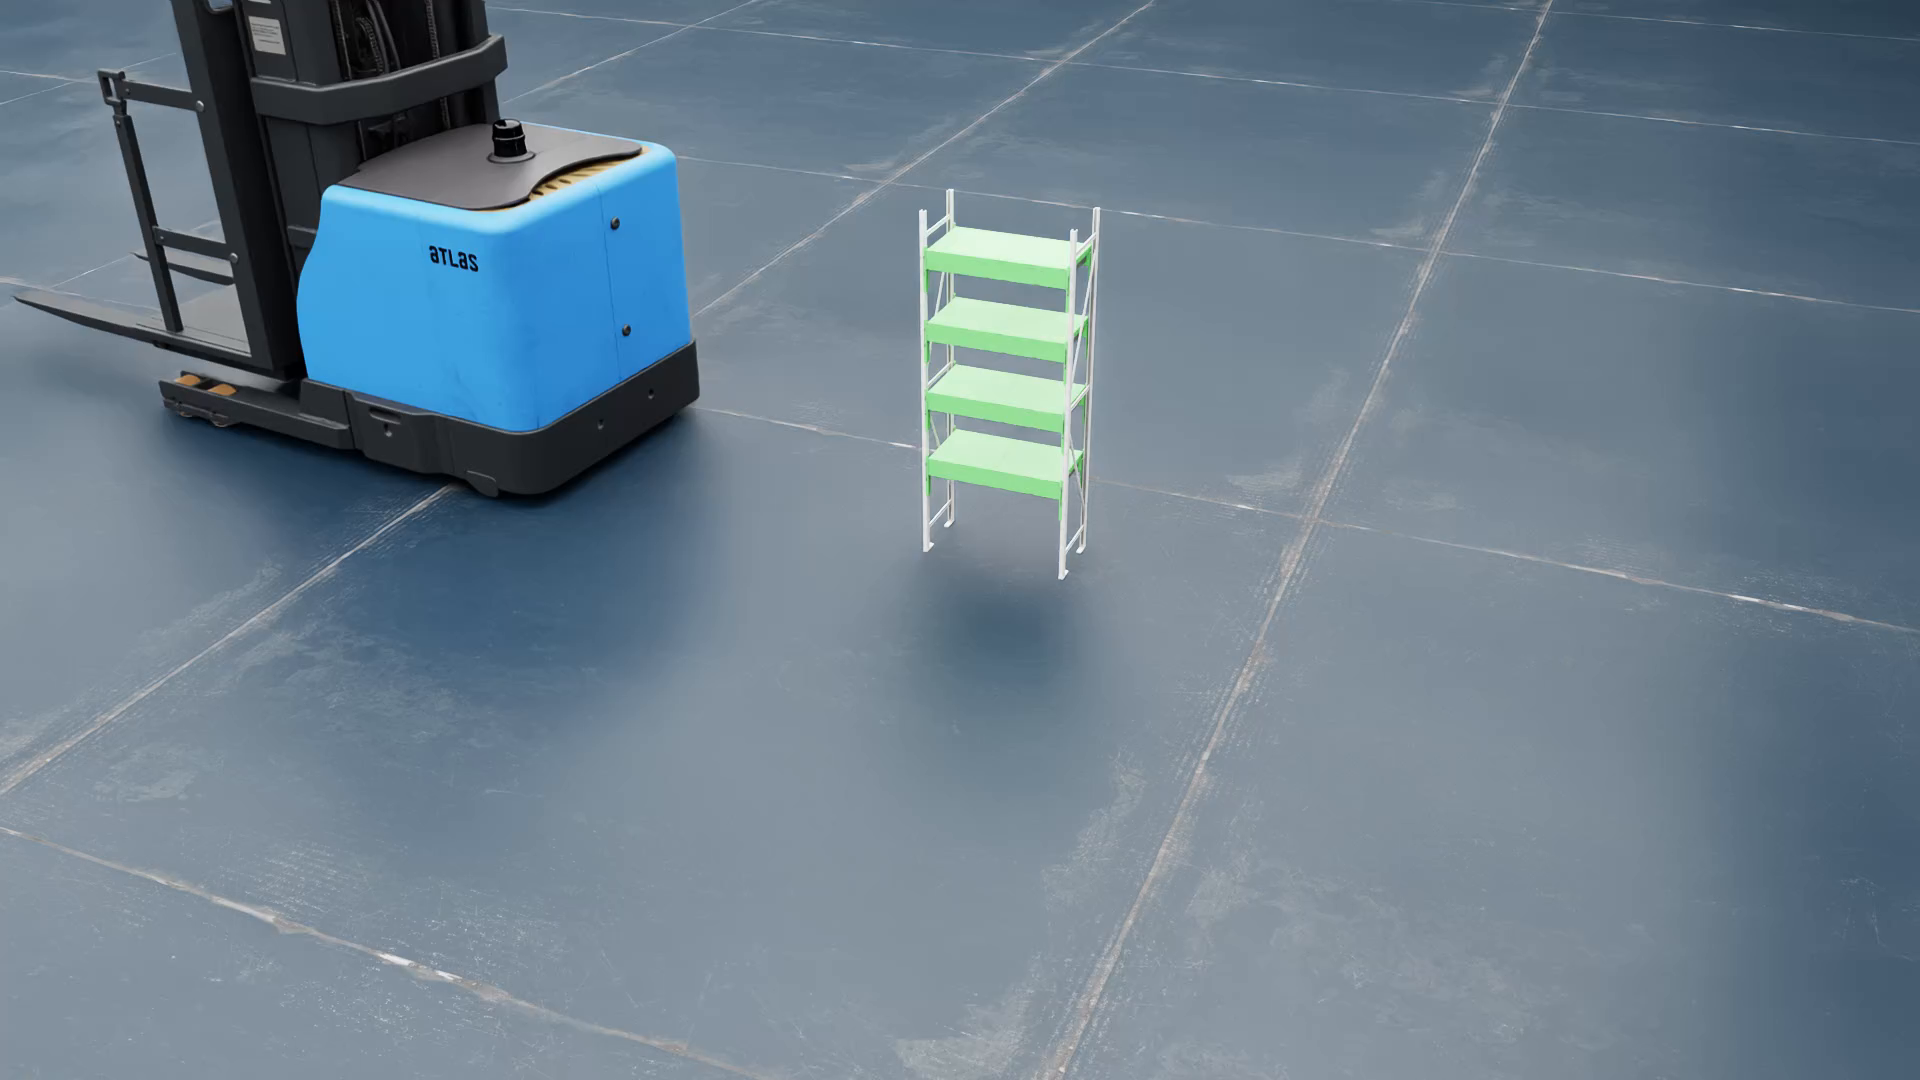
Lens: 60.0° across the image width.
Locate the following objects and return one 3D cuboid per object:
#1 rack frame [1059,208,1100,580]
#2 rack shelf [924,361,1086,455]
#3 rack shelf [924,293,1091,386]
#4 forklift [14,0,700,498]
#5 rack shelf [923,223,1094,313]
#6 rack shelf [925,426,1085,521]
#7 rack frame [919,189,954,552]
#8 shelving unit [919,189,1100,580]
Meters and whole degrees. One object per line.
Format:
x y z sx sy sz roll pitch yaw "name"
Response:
0.379 -0.447 5.321 0.015 1.200 0.240 11 31 19 "rack frame"
0.153 -0.436 5.432 0.480 0.148 0.258 11 31 19 "rack shelf"
0.153 -0.645 5.314 0.480 0.148 0.258 11 31 19 "rack shelf"
-2.583 -1.931 6.187 3.031 2.935 1.130 15 33 24 "forklift"
0.153 -0.854 5.196 0.480 0.148 0.258 11 31 19 "rack shelf"
0.153 -0.227 5.550 0.480 0.148 0.258 11 31 19 "rack shelf"
-0.073 -0.537 5.480 0.015 1.200 0.240 11 31 19 "rack frame"
0.153 -0.492 5.401 0.503 1.200 0.258 11 31 19 "shelving unit"
